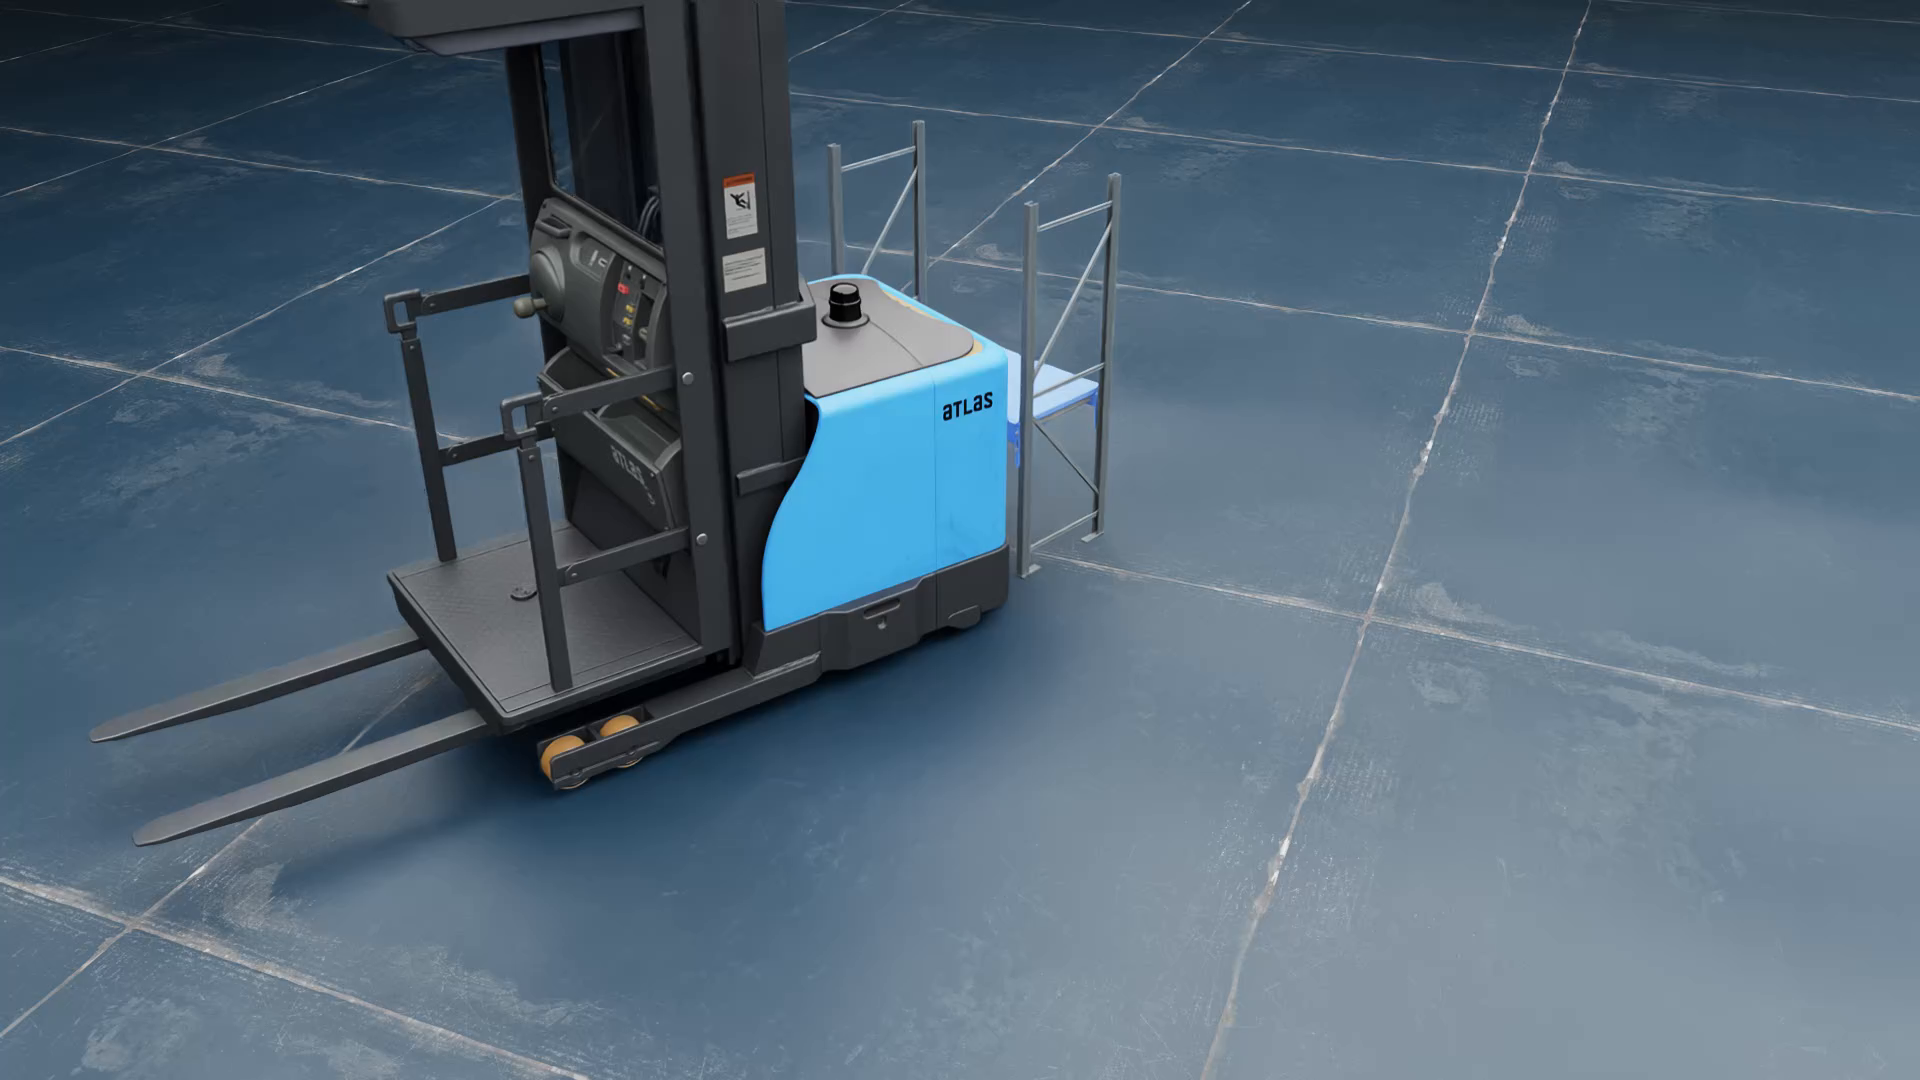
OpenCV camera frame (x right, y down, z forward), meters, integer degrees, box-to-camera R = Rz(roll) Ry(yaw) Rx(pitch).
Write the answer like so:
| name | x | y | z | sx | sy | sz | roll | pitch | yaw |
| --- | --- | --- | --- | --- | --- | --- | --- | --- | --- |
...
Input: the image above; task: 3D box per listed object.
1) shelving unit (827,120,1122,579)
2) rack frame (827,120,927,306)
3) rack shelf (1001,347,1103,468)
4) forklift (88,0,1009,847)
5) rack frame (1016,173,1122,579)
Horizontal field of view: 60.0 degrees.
| name | x | y | z | sx | sy | sz | roll | pitch | yaw |
| --- | --- | --- | --- | --- | --- | --- | --- | --- | --- |
| shelving unit | 0.039 | -0.769 | 6.587 | 1.048 | 1.500 | 0.538 | 25 | 38 | 37 |
| rack frame | -0.326 | -0.943 | 6.895 | 0.032 | 1.500 | 0.500 | 25 | 38 | 37 |
| rack shelf | 0.039 | -0.613 | 6.675 | 1.000 | 0.185 | 0.538 | 25 | 38 | 37 |
| forklift | -1.314 | -0.773 | 5.140 | 3.031 | 2.935 | 1.130 | -19 | 35 | -30 |
| rack frame | 0.405 | -0.596 | 6.279 | 0.032 | 1.500 | 0.500 | 25 | 38 | 37 |
